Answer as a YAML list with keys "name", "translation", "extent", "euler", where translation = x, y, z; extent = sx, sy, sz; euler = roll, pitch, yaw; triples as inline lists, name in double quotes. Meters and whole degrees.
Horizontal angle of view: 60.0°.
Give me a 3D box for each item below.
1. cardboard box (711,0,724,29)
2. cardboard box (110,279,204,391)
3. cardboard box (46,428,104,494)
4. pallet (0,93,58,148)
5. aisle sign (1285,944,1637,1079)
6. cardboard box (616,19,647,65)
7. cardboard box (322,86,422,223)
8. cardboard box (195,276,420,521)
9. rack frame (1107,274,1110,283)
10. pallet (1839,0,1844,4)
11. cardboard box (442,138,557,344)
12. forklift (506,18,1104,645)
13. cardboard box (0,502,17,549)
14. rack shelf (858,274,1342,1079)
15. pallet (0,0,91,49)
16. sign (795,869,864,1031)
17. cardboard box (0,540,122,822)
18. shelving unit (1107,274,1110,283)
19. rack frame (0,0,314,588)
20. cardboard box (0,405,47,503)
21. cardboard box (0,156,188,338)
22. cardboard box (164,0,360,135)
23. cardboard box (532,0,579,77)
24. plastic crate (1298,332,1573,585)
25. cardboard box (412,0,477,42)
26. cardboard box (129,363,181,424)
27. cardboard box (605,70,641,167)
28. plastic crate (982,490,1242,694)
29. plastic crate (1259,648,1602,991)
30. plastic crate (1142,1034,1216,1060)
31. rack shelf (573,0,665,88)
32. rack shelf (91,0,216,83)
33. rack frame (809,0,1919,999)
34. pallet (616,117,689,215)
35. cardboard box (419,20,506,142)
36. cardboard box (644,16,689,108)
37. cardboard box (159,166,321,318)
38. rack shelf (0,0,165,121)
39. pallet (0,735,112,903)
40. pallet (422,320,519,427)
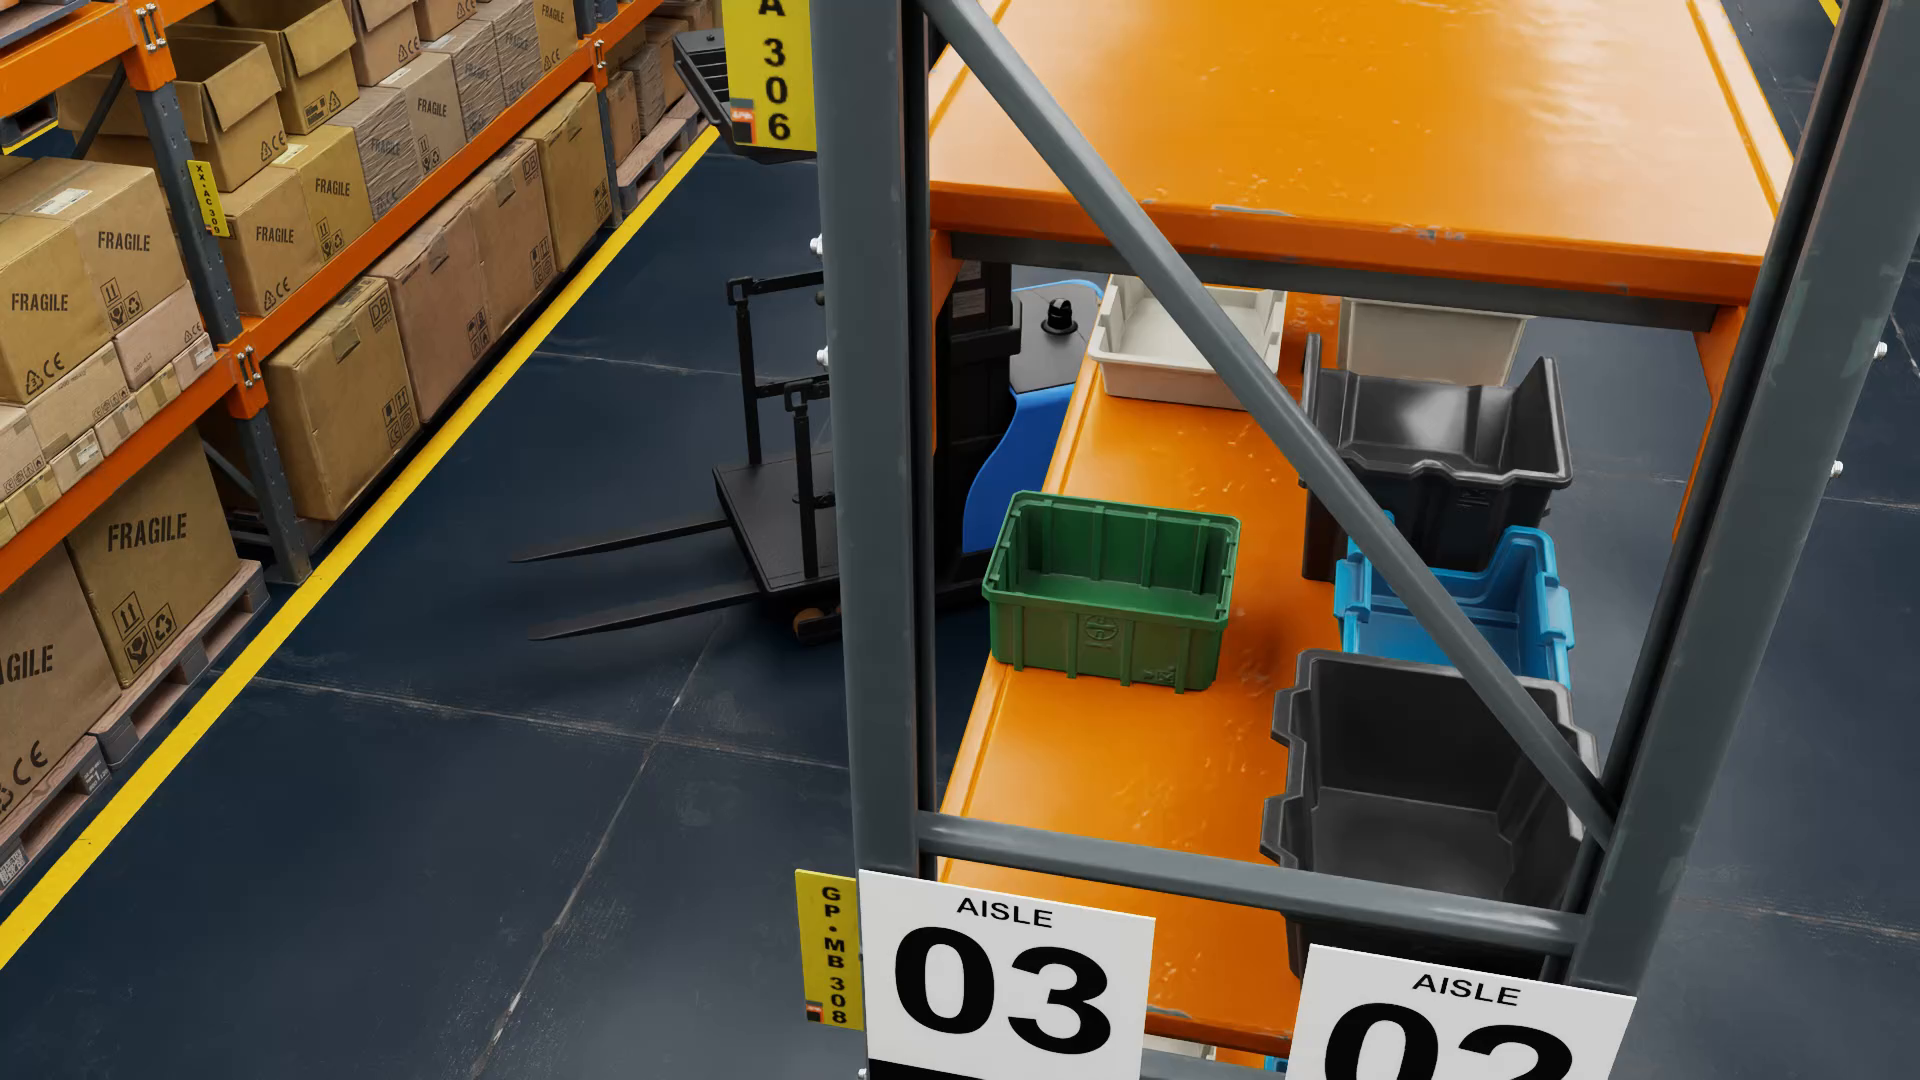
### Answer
- name: "cardboard box"
  translation: [-2.188, -4.217, 13.267]
  extent: [0.700, 0.500, 0.500]
  euler: [7, 37, 10]
- name: "cardboard box"
  translation: [-3.462, -0.858, 6.753]
  extent: [0.500, 0.250, 0.500]
  euler: [7, 36, 9]
- name: "cardboard box"
  translation: [-3.534, -0.325, 6.356]
  extent: [0.380, 0.149, 0.250]
  euler: [8, 37, 11]
- name: "pallet"
  translation: [-7.352, -3.371, 12.721]
  extent: [1.003, 0.211, 1.213]
  euler: [7, 37, 10]
- name: "aisle sign"
  translation: [0.635, 0.855, 2.299]
  extent: [0.394, 0.787, 0.004]
  euler: [7, 37, 10]
- name: "cardboard box"
  translation: [-2.553, -3.541, 11.696]
  extent: [0.500, 0.250, 0.500]
  euler: [11, 37, 15]
- name: "cardboard box"
  translation: [-3.068, -1.933, 8.276]
  extent: [0.500, 0.500, 0.500]
  euler: [7, 36, 9]
- name: "cardboard box"
  translation: [-3.507, -0.764, 8.201]
  extent: [1.225, 0.875, 0.875]
  euler: [7, 37, 10]
- name: "rack frame"
  translation: [1.012, -1.288, 8.665]
  extent: [0.500, 1.500, 0.032]
  euler: [10, 35, 3]
- name: "pallet"
  translation: [8.494, -5.148, 15.173]
  extent: [1.003, 0.211, 1.213]
  euler: [7, 37, 10]
- name: "cardboard box"
  translation: [-3.135, -1.785, 9.609]
  extent: [1.225, 0.875, 0.875]
  euler: [7, 37, 10]
- name: "forklift"
  translation: [-0.585, -1.061, 7.216]
  extent: [3.031, 2.935, 1.130]
  euler: [-12, 38, -16]
- name: "cardboard box"
  translation: [-3.643, -0.030, 5.950]
  extent: [0.380, 0.149, 0.250]
  euler: [7, 36, 9]
- name: "rack shelf"
  translation: [0.787, -0.241, 4.083]
  extent: [1.077, 0.370, 4.000]
  euler: [7, 37, 10]
- name: "pallet"
  translation: [-3.809, -1.796, 5.691]
  extent: [1.003, 0.211, 1.213]
  euler: [7, 37, 10]
- name: "sign"
  translation: [-0.181, 0.597, 2.403]
  extent: [0.100, 0.325, 0.005]
  euler: [7, 37, 10]
- name: "cardboard box"
  translation: [-4.035, 0.490, 6.471]
  extent: [0.875, 0.875, 0.875]
  euler: [7, 37, 10]
- name: "shelving unit"
  translation: [0.940, -0.998, 8.242]
  extent: [0.587, 1.500, 1.083]
  euler: [10, 35, 3]
- name: "rack frame"
  translation: [-3.624, -1.085, 7.191]
  extent: [1.000, 3.000, 0.127]
  euler: [7, 37, 10]
- name: "cardboard box"
  translation: [-3.679, -0.269, 5.939]
  extent: [0.500, 0.250, 0.500]
  euler: [8, 37, 11]
- name: "cardboard box"
  translation: [-3.461, -1.151, 6.517]
  extent: [0.500, 0.500, 0.500]
  euler: [8, 37, 11]
- name: "cardboard box"
  translation: [-3.338, -2.291, 7.914]
  extent: [0.797, 0.503, 0.637]
  euler: [8, 37, 10]
- name: "cardboard box"
  translation: [-2.633, -3.104, 9.892]
  extent: [0.500, 0.500, 0.500]
  euler: [8, 37, 11]
- name: "plastic crate"
  translation: [0.955, -0.202, 3.469]
  extent: [0.504, 0.338, 0.767]
  euler: [7, 37, 10]
- name: "cardboard box"
  translation: [-3.084, -3.034, 8.940]
  extent: [0.797, 0.503, 0.637]
  euler: [8, 37, 11]
- name: "cardboard box"
  translation: [-3.424, -0.619, 6.762]
  extent: [0.380, 0.149, 0.250]
  euler: [8, 37, 11]
- name: "cardboard box"
  translation: [-2.646, -2.931, 11.493]
  extent: [0.700, 0.500, 0.500]
  euler: [5, 36, 8]
- name: "plastic crate"
  translation: [0.292, 0.099, 3.181]
  extent: [0.450, 0.188, 0.336]
  euler: [7, 37, 10]
- name: "plastic crate"
  translation: [0.715, 0.482, 2.584]
  extent: [0.497, 0.269, 0.590]
  euler: [7, 37, 10]
- name: "plastic crate"
  translation: [0.434, 1.257, 4.133]
  extent: [0.396, 0.136, 0.243]
  euler: [7, 37, 10]
- name: "rack shelf"
  translation: [-2.343, -4.233, 12.148]
  extent: [1.077, 0.370, 4.000]
  euler: [7, 37, 10]
- name: "rack shelf"
  translation: [-3.197, -3.155, 8.104]
  extent: [1.077, 0.370, 4.000]
  euler: [7, 37, 10]
- name: "rack frame"
  translation: [0.360, -0.600, 1.409]
  extent: [1.000, 3.000, 0.127]
  euler: [7, 37, 10]
- name: "pallet"
  translation: [-2.601, -2.697, 11.791]
  extent: [1.003, 0.211, 1.213]
  euler: [7, 37, 10]
- name: "cardboard box"
  translation: [-2.853, -2.521, 9.087]
  extent: [0.500, 0.500, 0.500]
  euler: [6, 36, 8]
- name: "cardboard box"
  translation: [-2.426, -3.576, 12.383]
  extent: [0.700, 0.500, 0.500]
  euler: [10, 37, 14]
- name: "cardboard box"
  translation: [-3.282, -1.358, 7.482]
  extent: [0.500, 0.500, 0.500]
  euler: [7, 37, 10]
- name: "rack shelf"
  translation: [-4.051, -0.861, 4.939]
  extent: [1.077, 0.370, 4.000]
  euler: [7, 37, 10]
- name: "pallet"
  translation: [-4.121, 1.172, 6.453]
  extent: [1.003, 0.211, 1.213]
  euler: [7, 37, 10]
- name: "pallet"
  translation: [-3.274, -1.109, 9.600]
  extent: [1.003, 0.211, 1.213]
  euler: [7, 37, 10]
